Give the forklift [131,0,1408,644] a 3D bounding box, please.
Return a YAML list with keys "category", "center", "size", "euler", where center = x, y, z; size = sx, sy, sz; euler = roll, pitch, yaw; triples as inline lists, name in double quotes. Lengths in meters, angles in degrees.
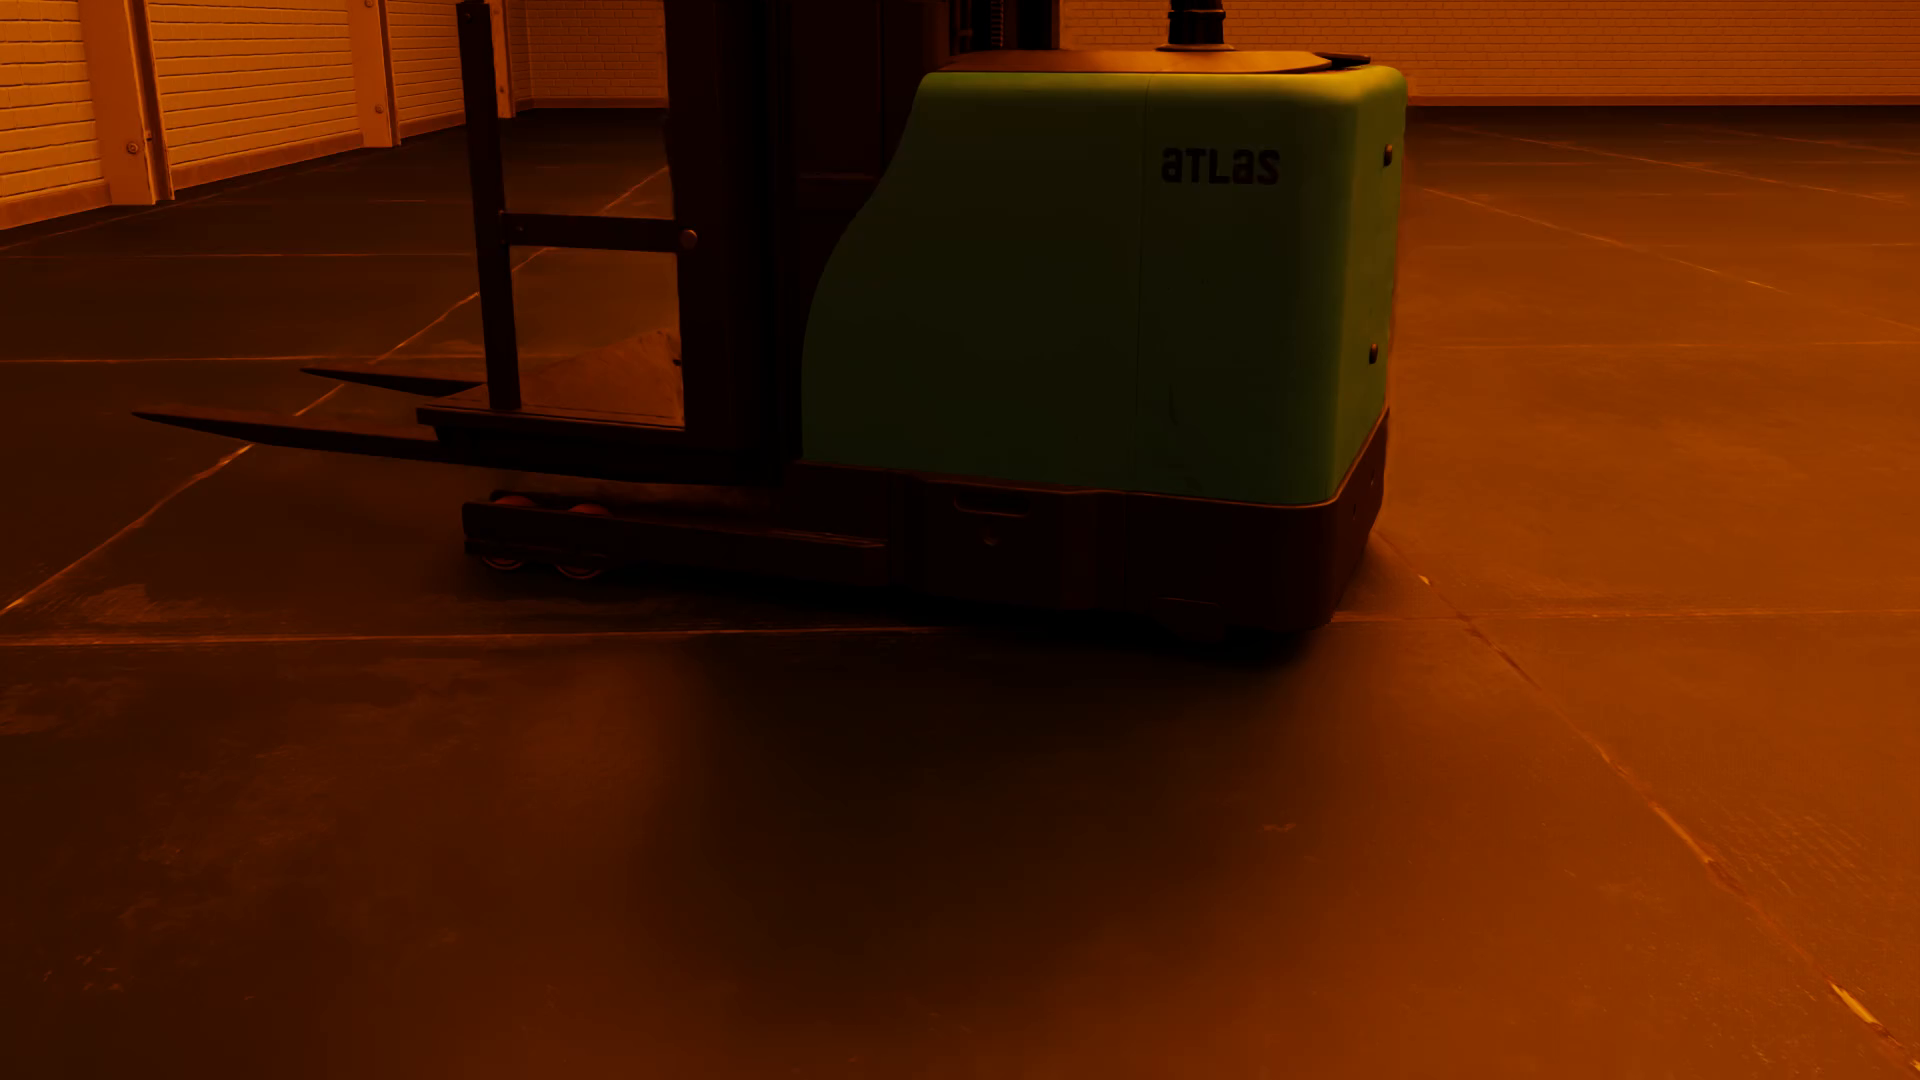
- category: "forklift"
  center: [-0.569, -1.451, 3.652]
  size: [3.031, 2.935, 1.130]
  euler: [6, 18, 19]
